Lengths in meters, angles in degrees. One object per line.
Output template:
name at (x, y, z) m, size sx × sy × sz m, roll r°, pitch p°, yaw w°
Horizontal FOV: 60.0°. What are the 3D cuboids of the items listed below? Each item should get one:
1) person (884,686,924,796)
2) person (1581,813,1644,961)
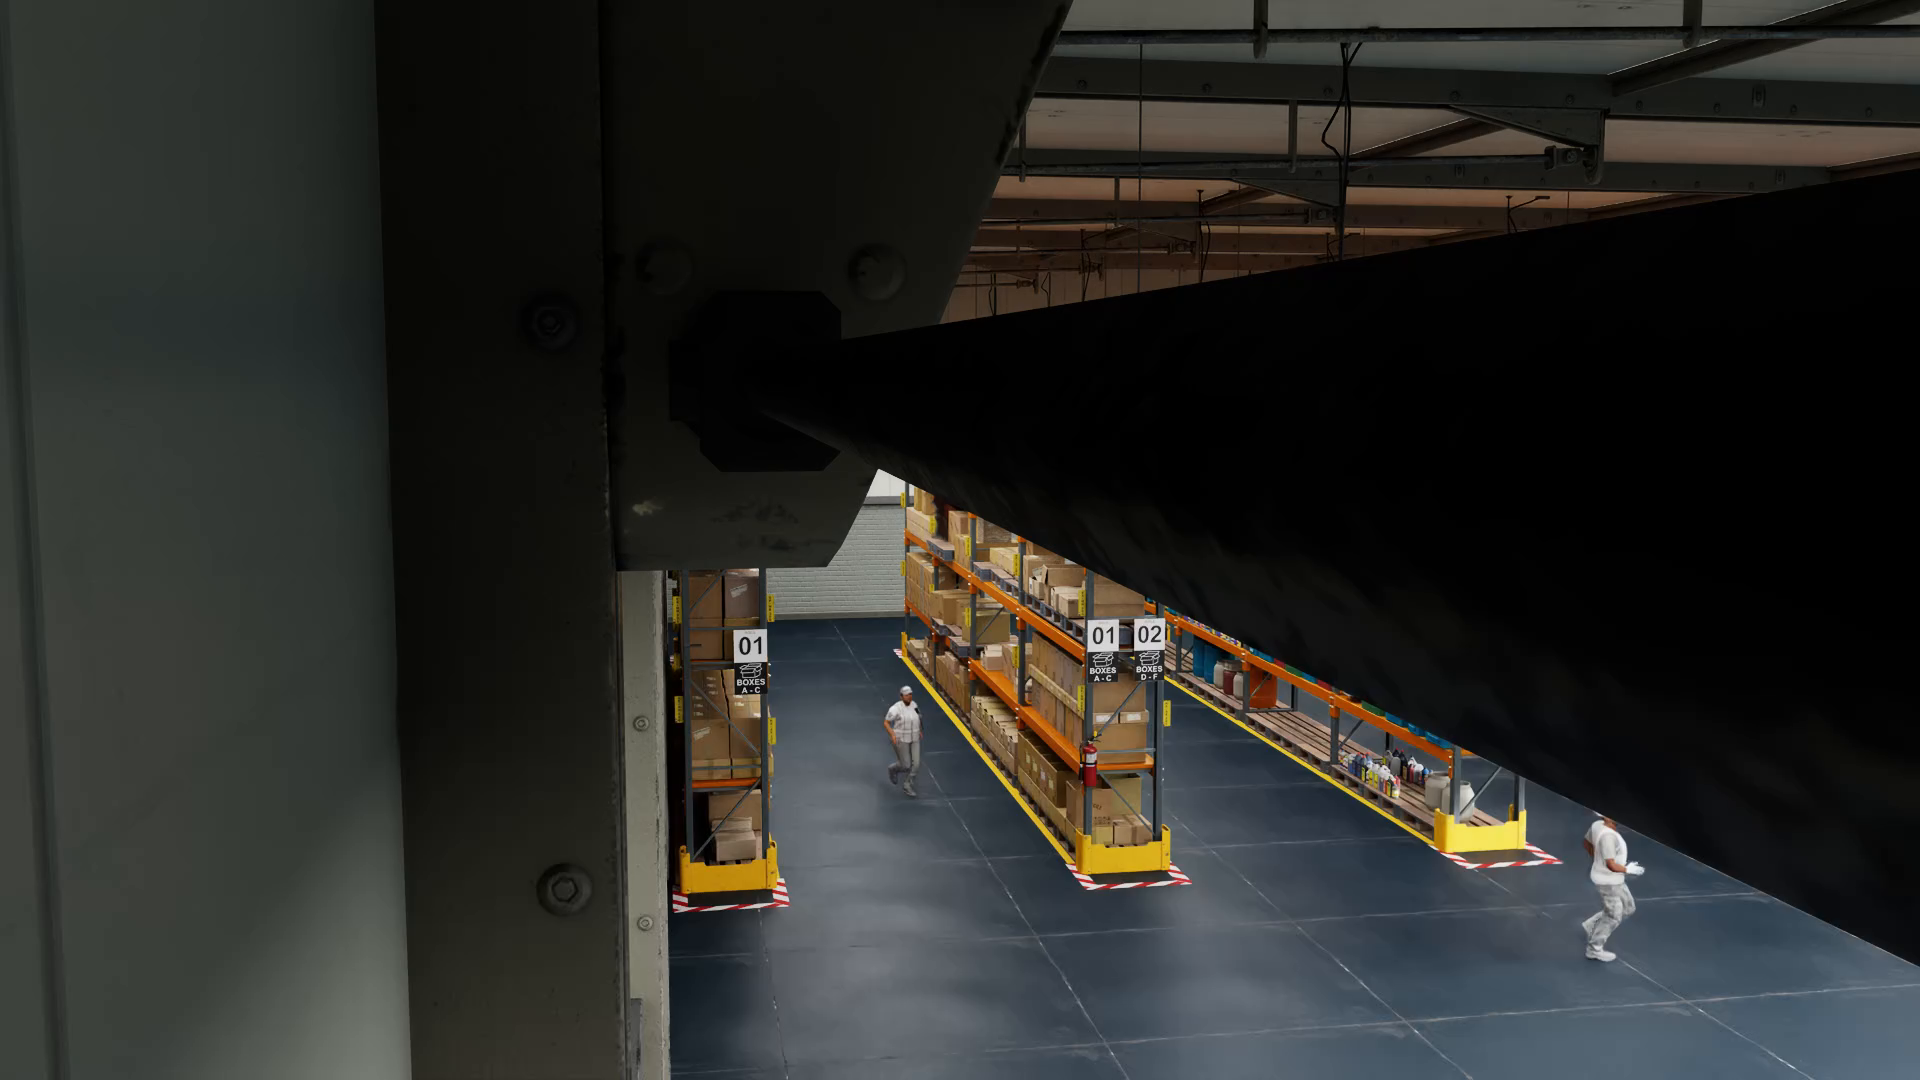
person at (-0.807, 2.974, 24.719) m, size 0.614 × 1.627 × 0.551 m, roll -4°, pitch 7°, yaw -31°
person at (6.971, 3.625, 17.744) m, size 0.583 × 1.739 × 0.678 m, roll 2°, pitch 6°, yaw 15°
